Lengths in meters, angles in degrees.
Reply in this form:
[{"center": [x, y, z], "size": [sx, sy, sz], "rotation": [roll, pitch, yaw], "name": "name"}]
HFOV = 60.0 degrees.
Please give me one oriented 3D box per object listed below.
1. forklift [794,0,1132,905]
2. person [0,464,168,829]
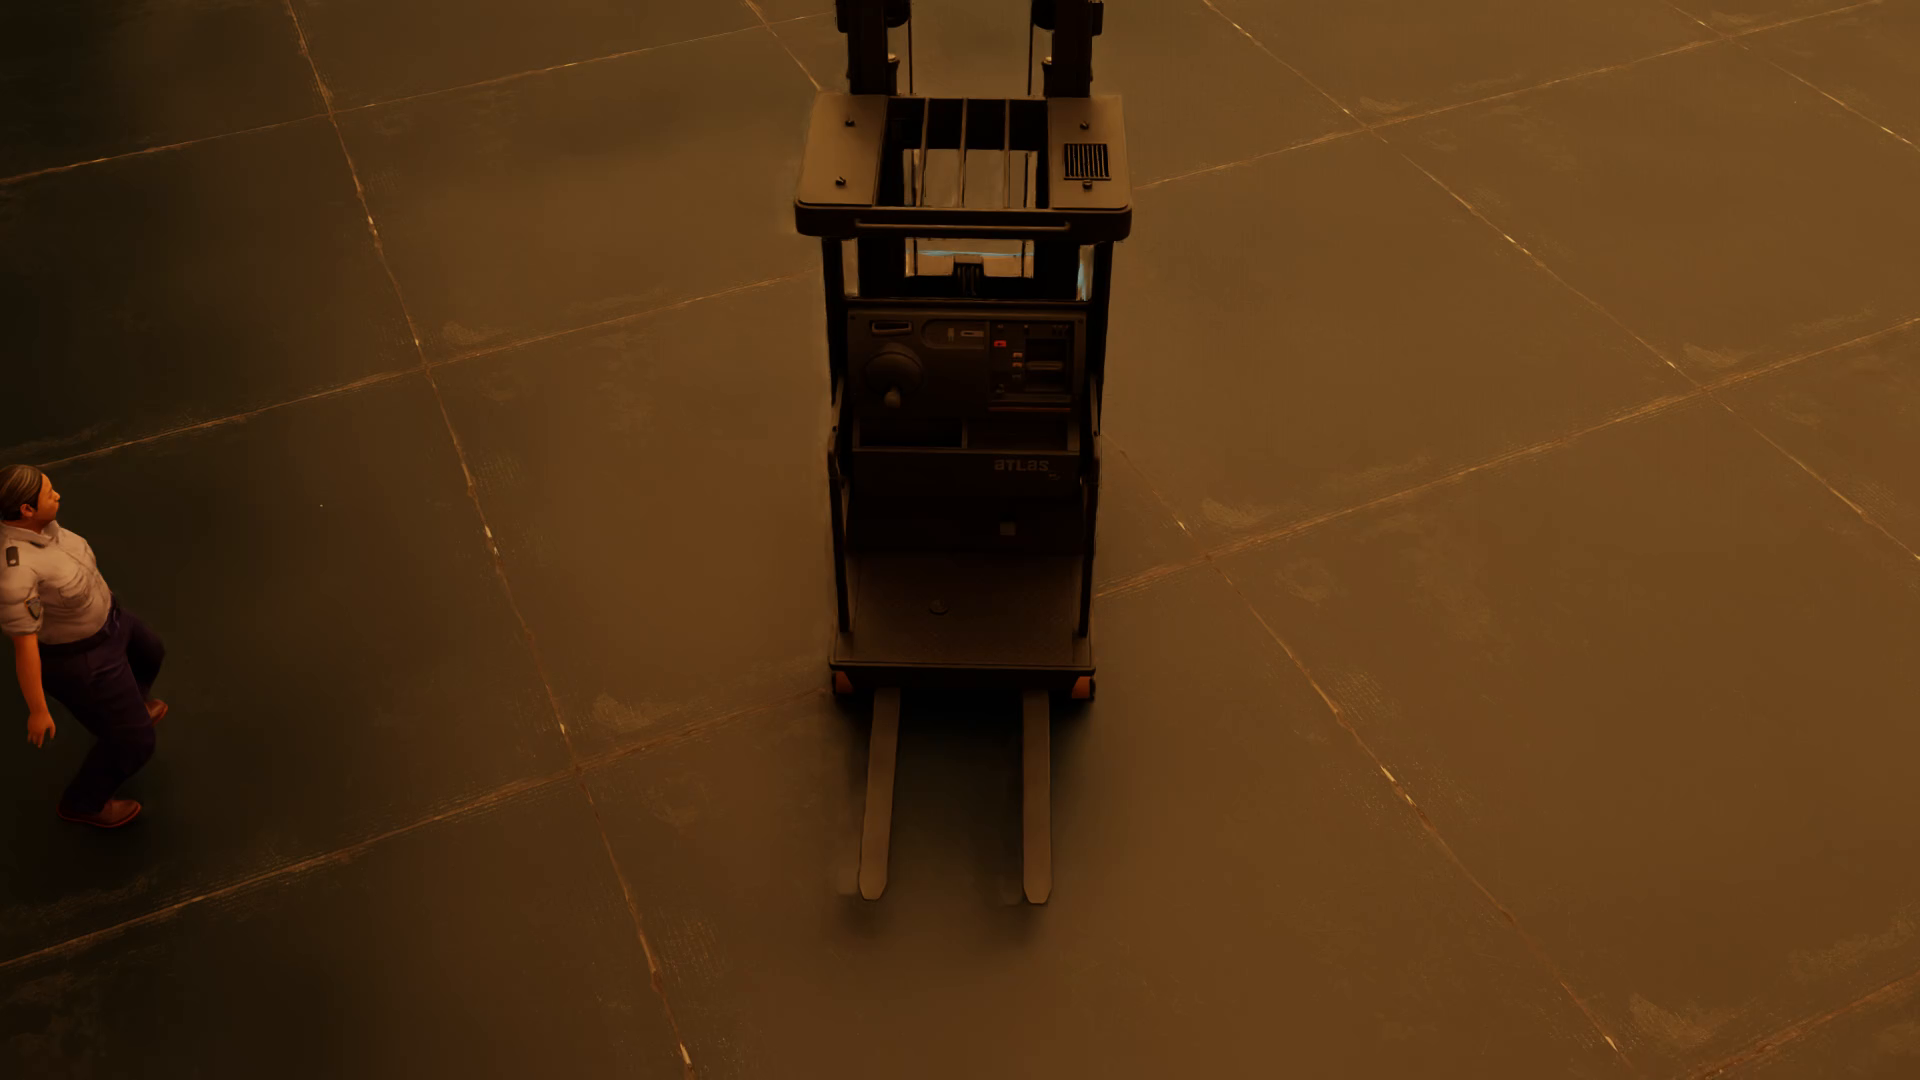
[{"center": [0.021, -0.617, 6.341], "size": [1.130, 2.935, 3.031], "rotation": [1, 43, 1], "name": "forklift"}, {"center": [-3.365, 0.417, 6.247], "size": [0.475, 1.564, 0.838], "rotation": [-10, 44, -10], "name": "person"}]
